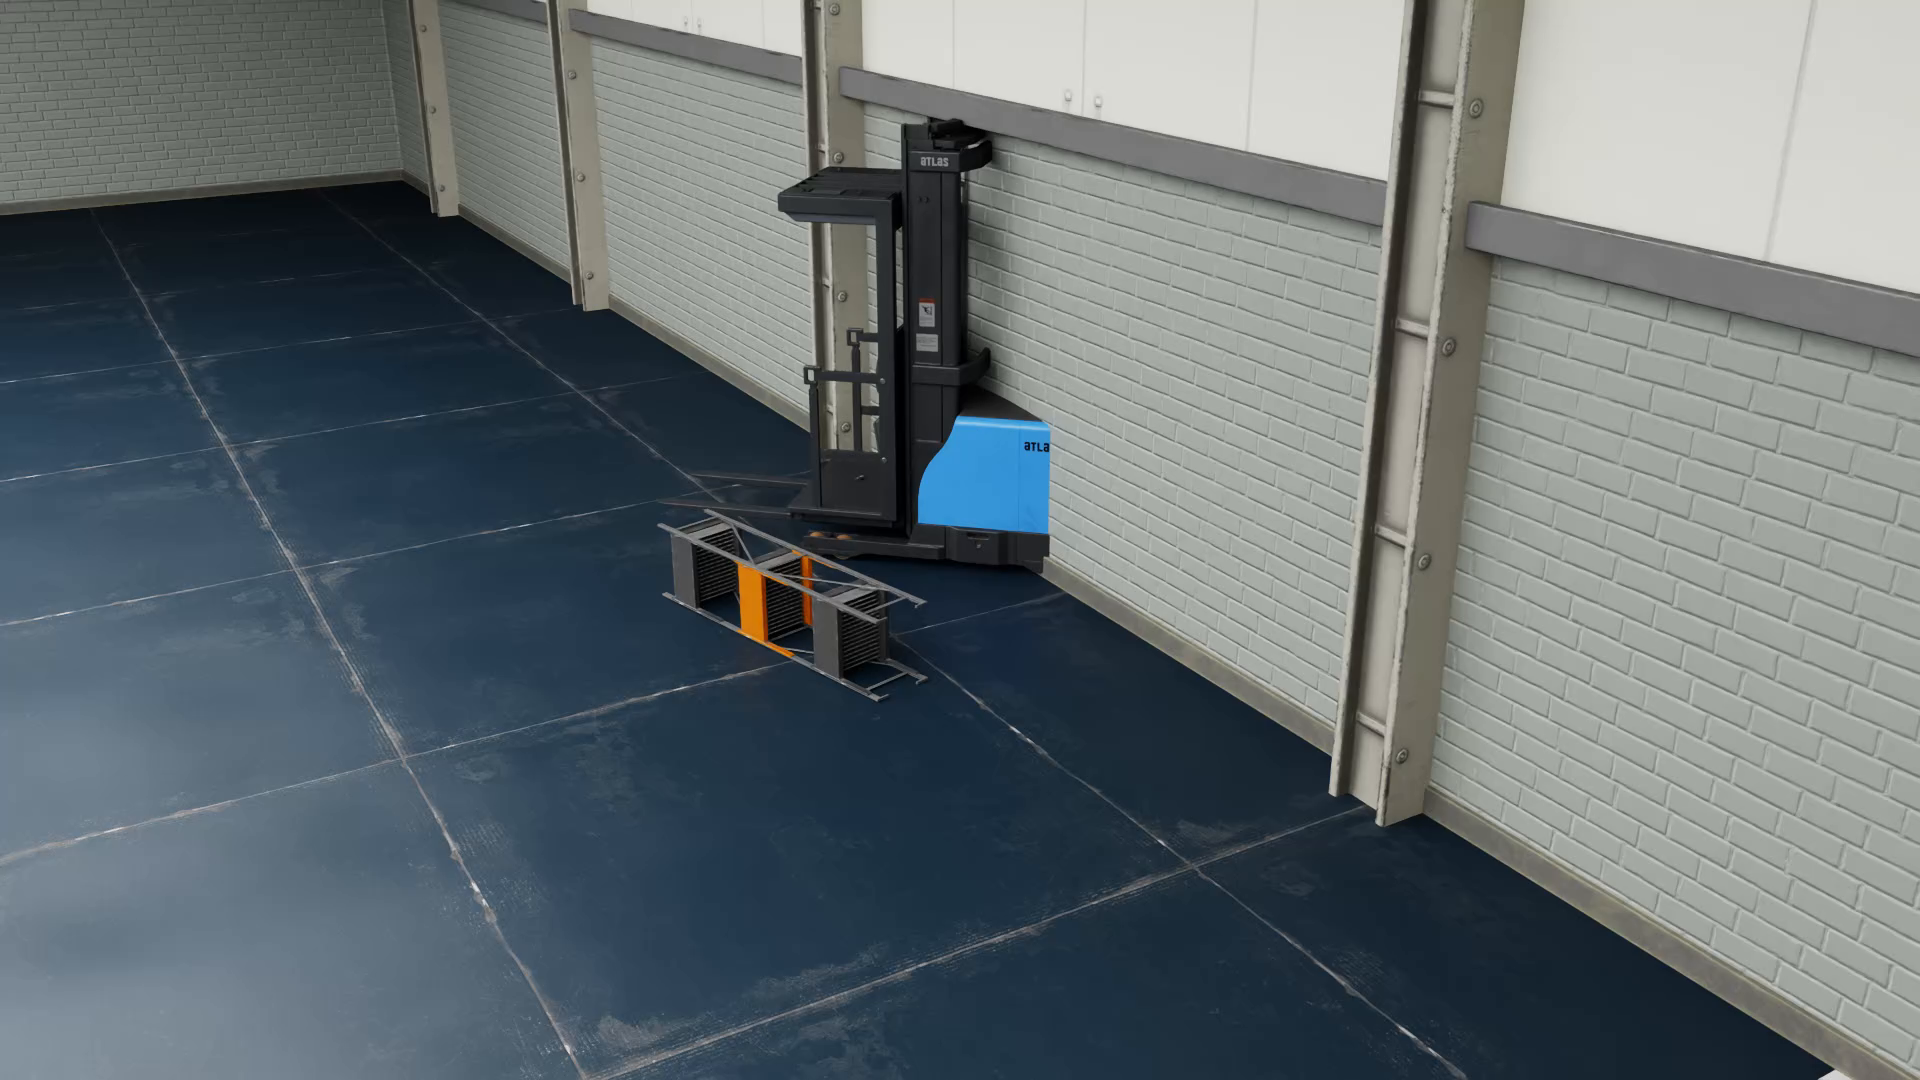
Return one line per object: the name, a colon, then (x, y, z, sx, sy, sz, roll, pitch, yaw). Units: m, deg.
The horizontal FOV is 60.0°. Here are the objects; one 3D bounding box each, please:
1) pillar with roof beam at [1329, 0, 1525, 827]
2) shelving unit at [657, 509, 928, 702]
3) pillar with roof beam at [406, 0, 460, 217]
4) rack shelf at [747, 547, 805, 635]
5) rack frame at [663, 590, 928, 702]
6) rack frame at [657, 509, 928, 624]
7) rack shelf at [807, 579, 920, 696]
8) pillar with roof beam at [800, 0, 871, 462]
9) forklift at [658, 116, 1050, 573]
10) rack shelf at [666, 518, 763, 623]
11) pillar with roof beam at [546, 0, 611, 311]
pillar with roof beam: (-1.565, -2.002, 4.787, 9.100, 9.000, 0.400, -13, 25, -28)
shelving unit: (-1.067, 0.360, 10.240, 0.431, 0.503, 2.100, -20, 30, -41)
pillar with roof beam: (-10.759, -7.829, 19.123, 9.100, 9.000, 0.400, -13, 25, -28)
rack shelf: (-1.154, 0.327, 10.321, 0.368, 0.457, 0.174, -20, 30, -41)
rack frame: (-1.067, 0.586, 10.332, 0.400, 0.015, 2.100, -20, 30, -41)
rack frame: (-1.067, 0.134, 10.148, 0.400, 0.015, 2.100, -20, 30, -41)
rack shelf: (-0.565, 0.551, 9.770, 0.431, 0.480, 0.518, -20, 30, -41)
pillar with roof beam: (-4.629, -3.945, 9.566, 9.100, 9.000, 0.400, -13, 25, -28)
forklift: (-0.607, -1.412, 11.392, 3.031, 2.935, 1.130, 5, 23, 12)
rack shelf: (-1.550, 0.176, 10.692, 0.431, 0.480, 0.518, -20, 30, -41)
pillar with roof beam: (-7.694, -5.887, 14.344, 9.100, 9.000, 0.400, -13, 25, -28)
